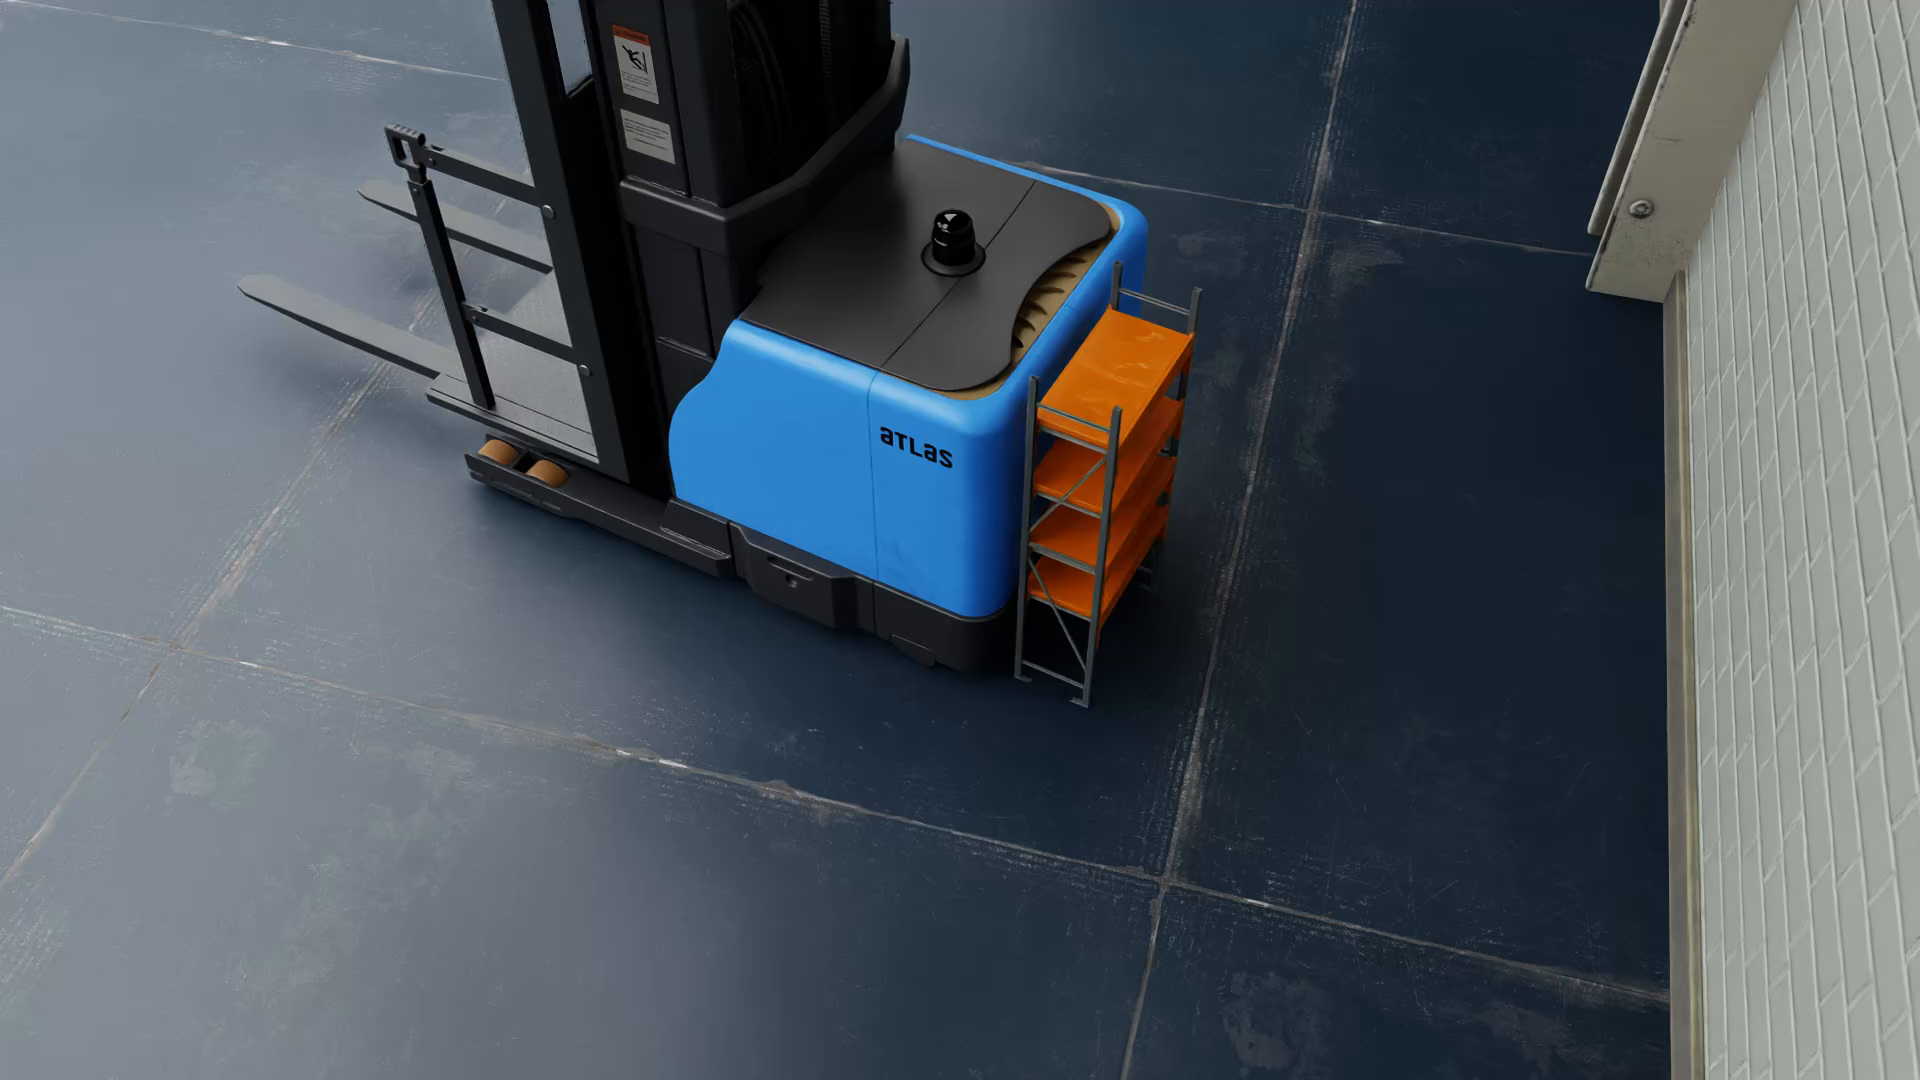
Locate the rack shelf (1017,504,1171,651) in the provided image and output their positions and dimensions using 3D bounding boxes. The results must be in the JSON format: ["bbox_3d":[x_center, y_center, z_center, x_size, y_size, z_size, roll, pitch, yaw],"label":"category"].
[{"bbox_3d":[0.385,0.059,4.751,0.258,0.148,0.480,22,52,18],"label":"rack shelf"}]

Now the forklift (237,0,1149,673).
[{"bbox_3d":[-1.002,-1.388,4.520,3.031,2.935,1.130,22,52,18],"label":"forklift"}]

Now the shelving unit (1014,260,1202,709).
[{"bbox_3d":[0.386,-0.116,4.551,0.258,1.200,0.503,22,52,18],"label":"shelving unit"}]

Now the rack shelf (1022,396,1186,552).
[{"bbox_3d":[0.387,-0.219,4.433,0.258,0.148,0.480,22,52,18],"label":"rack shelf"}]

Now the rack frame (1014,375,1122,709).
[{"bbox_3d":[0.271,0.045,4.408,0.240,1.200,0.015,22,52,18],"label":"rack frame"}]

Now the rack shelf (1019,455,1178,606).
[{"bbox_3d":[0.386,-0.072,4.602,0.258,0.148,0.480,22,52,18],"label":"rack shelf"}]

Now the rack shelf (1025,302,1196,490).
[{"bbox_3d":[0.388,-0.375,4.256,0.258,0.148,0.480,22,52,18],"label":"rack shelf"}]

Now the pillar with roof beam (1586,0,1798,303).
[{"bbox_3d":[-1.674,-4.851,3.529,9.100,9.000,0.400,12,50,10],"label":"pillar with roof beam"}]

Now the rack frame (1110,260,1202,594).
[{"bbox_3d":[0.501,-0.277,4.693,0.240,1.200,0.015,22,52,18],"label":"rack frame"}]
